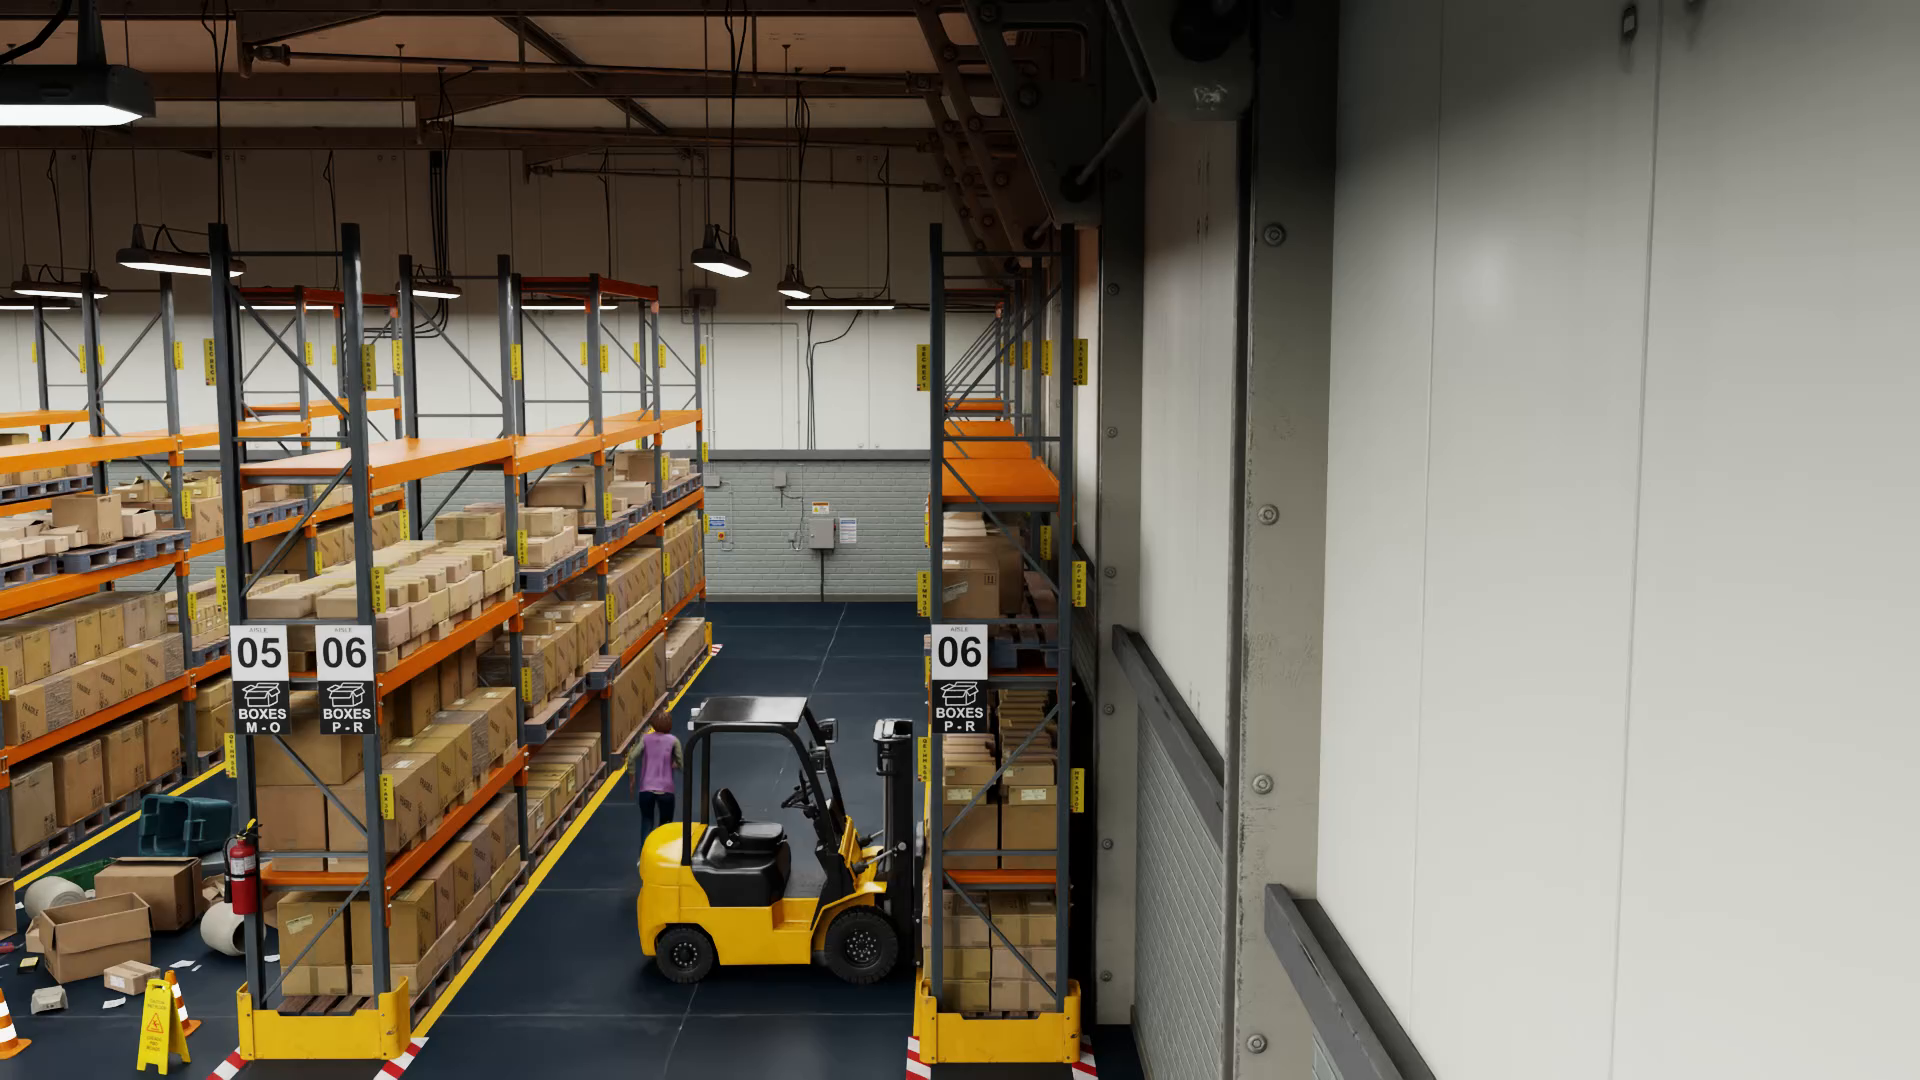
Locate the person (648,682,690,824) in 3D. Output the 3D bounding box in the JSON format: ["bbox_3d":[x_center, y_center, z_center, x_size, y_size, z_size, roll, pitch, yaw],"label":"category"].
[{"bbox_3d":[-2.886,2.175,16.653,0.480,1.536,0.607,0,7,3],"label":"person"}]
